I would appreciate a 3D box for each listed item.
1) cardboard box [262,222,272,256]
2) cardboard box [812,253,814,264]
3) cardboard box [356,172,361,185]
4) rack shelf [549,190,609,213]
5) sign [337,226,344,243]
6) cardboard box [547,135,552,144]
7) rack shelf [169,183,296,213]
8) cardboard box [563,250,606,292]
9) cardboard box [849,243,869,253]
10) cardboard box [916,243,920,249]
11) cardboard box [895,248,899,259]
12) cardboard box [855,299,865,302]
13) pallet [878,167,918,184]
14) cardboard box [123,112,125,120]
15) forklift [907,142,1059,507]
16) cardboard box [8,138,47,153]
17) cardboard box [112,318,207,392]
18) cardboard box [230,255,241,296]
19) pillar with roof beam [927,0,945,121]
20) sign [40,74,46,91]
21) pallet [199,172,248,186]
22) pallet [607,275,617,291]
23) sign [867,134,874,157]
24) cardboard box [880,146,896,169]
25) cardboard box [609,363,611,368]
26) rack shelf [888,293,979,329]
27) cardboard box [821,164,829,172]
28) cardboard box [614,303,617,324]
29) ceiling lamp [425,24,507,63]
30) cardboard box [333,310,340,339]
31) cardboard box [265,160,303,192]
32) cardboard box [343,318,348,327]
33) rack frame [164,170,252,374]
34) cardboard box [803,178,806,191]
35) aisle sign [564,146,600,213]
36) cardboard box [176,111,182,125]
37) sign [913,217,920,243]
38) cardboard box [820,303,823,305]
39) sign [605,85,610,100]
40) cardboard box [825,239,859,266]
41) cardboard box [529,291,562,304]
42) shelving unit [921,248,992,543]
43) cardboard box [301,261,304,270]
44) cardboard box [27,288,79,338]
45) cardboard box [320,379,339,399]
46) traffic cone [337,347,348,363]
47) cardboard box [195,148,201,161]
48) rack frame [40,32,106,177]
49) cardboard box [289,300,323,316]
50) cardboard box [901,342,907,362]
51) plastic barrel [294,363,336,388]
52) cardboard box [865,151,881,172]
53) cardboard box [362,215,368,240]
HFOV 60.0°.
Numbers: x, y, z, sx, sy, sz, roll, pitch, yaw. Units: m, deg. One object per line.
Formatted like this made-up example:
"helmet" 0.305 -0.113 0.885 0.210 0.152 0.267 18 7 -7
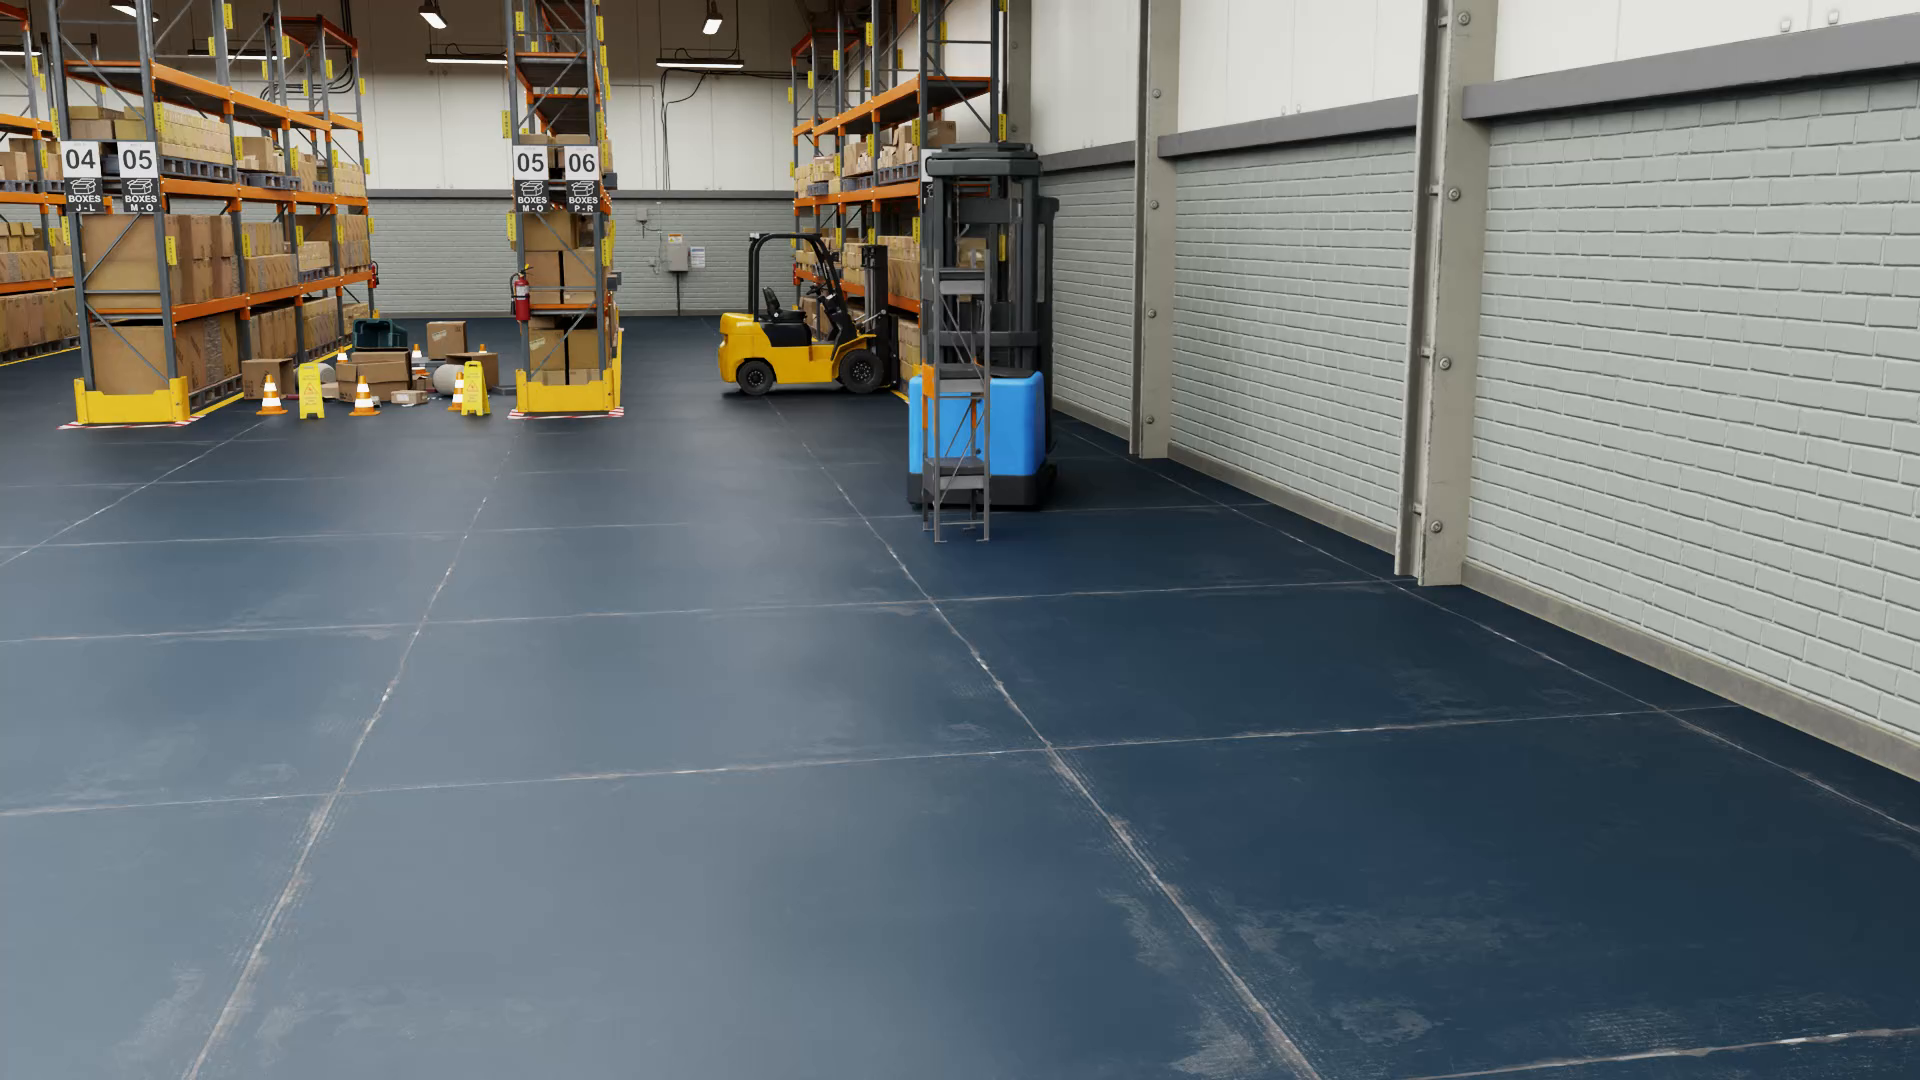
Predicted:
"cardboard box" -10.995 -4.620 25.507 0.700 0.500 0.500 -2 11 -12
"cardboard box" -2.687 -5.620 33.305 0.500 0.250 0.500 -2 11 -10
"cardboard box" -12.390 -7.293 33.533 0.500 0.250 0.500 -2 11 -13
"rack shelf" -6.049 -5.301 25.928 1.077 0.370 4.000 -2 11 -11
"sign" -11.509 -5.673 30.881 0.100 0.325 0.005 -2 11 -11
"cardboard box" -5.250 -4.923 20.554 0.380 0.149 0.250 -2 11 -10
"rack shelf" -10.885 -5.103 24.885 1.077 0.370 4.000 -2 11 -11
"cardboard box" -4.703 -3.373 20.832 0.500 0.500 0.500 -2 11 -12
"cardboard box" -1.669 -4.933 28.087 0.380 0.149 0.250 -2 11 -9
"cardboard box" -0.369 -3.878 21.750 0.380 0.149 0.250 -2 11 -11
"cardboard box" -0.707 -4.011 23.245 0.380 0.149 0.250 -2 11 -12
"cardboard box" -1.805 -4.512 31.707 0.380 0.149 0.250 -2 11 -9
"pallet" -0.601 -5.270 24.077 1.003 0.211 1.213 -2 11 -11
"cardboard box" -10.313 -5.115 20.174 0.380 0.149 0.250 -2 11 -11
"forklift" 0.282 -1.935 14.525 1.130 2.935 3.031 1 11 7
"cardboard box" -17.114 -7.240 30.528 0.500 0.250 0.500 -3 11 -15
"cardboard box" -10.088 -2.328 20.964 0.875 0.875 0.875 -2 11 -12
"cardboard box" -10.413 -3.622 22.804 0.875 0.550 0.550 -2 11 -11
"pillar with roof beam" -4.655 -7.313 26.553 9.100 9.000 0.400 -2 11 -11
"sign" -18.261 -9.119 33.121 0.100 0.325 0.005 -2 11 -11
"pallet" -10.723 -5.162 23.782 0.805 0.209 1.217 -3 11 -13
"pallet" -5.666 -3.866 24.996 1.003 0.211 1.213 -2 11 -11
"sign" -1.323 -5.856 24.695 0.100 0.325 0.005 -2 11 -11
"cardboard box" -0.870 -5.519 23.997 0.500 0.311 0.500 -2 11 -10
"cardboard box" -4.860 -2.188 21.901 0.500 0.250 0.500 -2 11 -9
"rack shelf" -0.403 -3.275 23.306 1.077 0.370 4.000 -2 11 -11
"cardboard box" -2.363 -6.863 30.697 0.380 0.149 0.250 -2 11 -11
"cardboard box" -7.582 -4.678 34.481 0.875 0.438 0.875 -2 11 -9
"ceiling lamp" -10.895 -12.234 36.794 2.000 3.185 0.800 -2 11 -11
"cardboard box" -11.661 -3.935 30.409 0.500 0.500 0.500 -2 11 -12
"cardboard box" -11.124 -5.986 27.337 0.500 0.500 0.500 -2 11 -11
"cardboard box" -11.809 -4.113 31.490 0.380 0.149 0.250 -2 11 -8
"rack frame" -10.496 -3.616 23.171 1.000 3.000 0.127 -2 11 -11
"cardboard box" -2.978 -7.370 34.480 0.500 0.250 0.500 -2 11 -12
"aisle sign" -4.566 -4.358 20.116 0.394 0.787 0.004 -2 11 -11
"cardboard box" -9.617 -5.091 20.051 0.380 0.149 0.250 -2 11 -10
"sign" -0.549 -3.930 21.091 0.100 0.325 0.005 -2 11 -11
"cardboard box" -2.539 -4.684 32.612 0.380 0.149 0.250 -2 11 -8
"sign" -7.459 -9.477 35.212 0.100 0.325 0.005 -2 11 -11
"cardboard box" -2.069 -5.279 30.509 0.797 0.503 0.637 -2 11 -12
"cardboard box" -5.165 -3.018 20.703 0.380 0.149 0.250 -2 11 -9
"shelving unit" -0.032 -1.062 12.160 0.431 2.100 0.503 -2 11 -11
"cardboard box" -11.268 -4.620 27.998 0.380 0.149 0.250 -2 11 -8
"cardboard box" -16.987 -4.208 30.840 0.875 0.875 0.875 -2 11 -11
"cardboard box" -8.355 -2.024 22.122 0.396 0.266 0.258 0 11 -1
"traffic cone" -9.276 -2.670 24.989 0.336 0.463 0.334 -2 11 -11
"cardboard box" -9.766 -4.840 20.864 0.380 0.149 0.250 -2 11 -10
"rack frame" -17.715 -8.602 33.323 1.000 3.000 0.127 -2 11 -11
"cardboard box" -11.353 -4.016 28.828 0.500 0.250 0.500 -2 11 -11
"cardboard box" -0.503 -2.533 22.377 0.500 0.250 0.500 -2 11 -12
"plastic barrel" -8.771 -2.198 22.612 0.512 0.421 0.421 6 12 28
"cardboard box" -1.172 -5.805 25.496 0.500 0.311 0.500 -2 11 -13
"cardboard box" -12.497 -6.428 34.210 0.500 0.500 0.500 -2 11 -12
